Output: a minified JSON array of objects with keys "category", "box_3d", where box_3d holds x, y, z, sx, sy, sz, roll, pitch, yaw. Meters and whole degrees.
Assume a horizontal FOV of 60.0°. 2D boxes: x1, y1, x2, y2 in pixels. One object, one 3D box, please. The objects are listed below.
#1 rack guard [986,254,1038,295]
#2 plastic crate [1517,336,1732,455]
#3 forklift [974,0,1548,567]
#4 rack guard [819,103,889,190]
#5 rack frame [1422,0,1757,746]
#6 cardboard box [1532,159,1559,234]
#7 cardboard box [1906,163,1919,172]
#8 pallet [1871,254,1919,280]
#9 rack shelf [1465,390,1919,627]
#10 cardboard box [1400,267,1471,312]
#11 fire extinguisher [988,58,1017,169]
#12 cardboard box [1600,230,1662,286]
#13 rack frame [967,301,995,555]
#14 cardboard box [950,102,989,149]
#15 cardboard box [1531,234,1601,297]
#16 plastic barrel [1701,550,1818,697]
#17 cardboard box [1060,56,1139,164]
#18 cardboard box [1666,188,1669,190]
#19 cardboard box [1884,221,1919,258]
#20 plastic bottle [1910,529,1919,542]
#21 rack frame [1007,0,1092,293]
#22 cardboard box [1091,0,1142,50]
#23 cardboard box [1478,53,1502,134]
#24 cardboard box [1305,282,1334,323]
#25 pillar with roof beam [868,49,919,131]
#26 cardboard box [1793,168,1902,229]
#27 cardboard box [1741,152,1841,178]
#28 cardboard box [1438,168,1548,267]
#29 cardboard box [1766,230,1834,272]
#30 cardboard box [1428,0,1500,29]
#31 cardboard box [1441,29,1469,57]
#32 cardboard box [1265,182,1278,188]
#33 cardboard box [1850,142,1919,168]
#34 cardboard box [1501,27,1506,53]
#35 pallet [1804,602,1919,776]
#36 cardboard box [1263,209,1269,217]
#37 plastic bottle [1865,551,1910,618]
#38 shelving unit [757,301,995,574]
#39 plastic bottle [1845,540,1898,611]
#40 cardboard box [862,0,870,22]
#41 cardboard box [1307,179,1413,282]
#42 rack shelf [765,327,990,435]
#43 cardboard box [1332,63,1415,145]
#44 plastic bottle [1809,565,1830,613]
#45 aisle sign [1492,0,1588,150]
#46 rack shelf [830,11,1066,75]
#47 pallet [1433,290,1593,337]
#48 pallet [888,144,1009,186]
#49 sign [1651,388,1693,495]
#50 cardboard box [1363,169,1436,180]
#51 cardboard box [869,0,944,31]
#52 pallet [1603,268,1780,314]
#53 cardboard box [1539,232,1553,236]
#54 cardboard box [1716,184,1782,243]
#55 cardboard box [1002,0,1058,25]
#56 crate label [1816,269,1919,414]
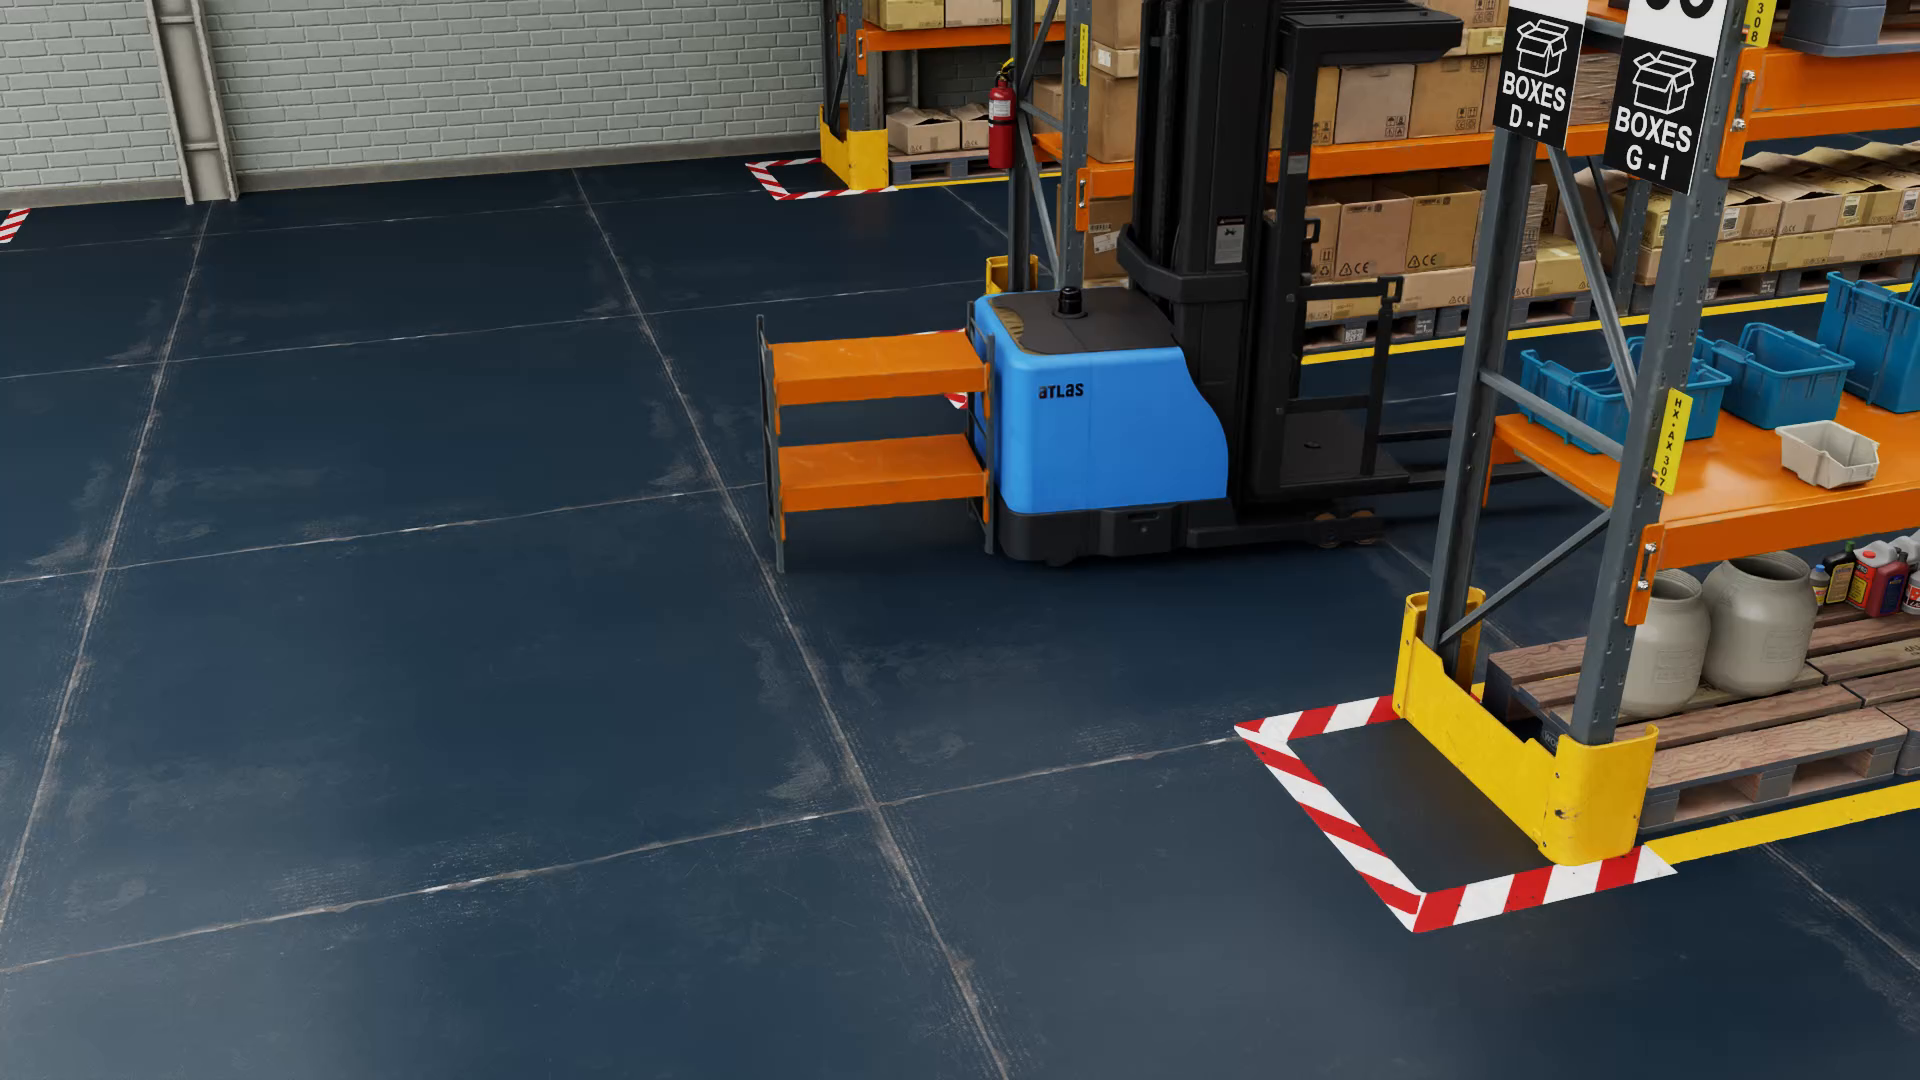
[{"category":"rack guard","box_3d":[0.498,-1.388,10.483,0.348,0.500,1.175,-8,28,-16]},{"category":"plastic crate","box_3d":[2.435,-0.545,6.141,0.616,0.251,0.499,-8,28,-16]},{"category":"forklift","box_3d":[1.620,-1.498,7.972,3.031,2.935,1.130,-5,27,-10]},{"category":"rack guard","box_3d":[-0.944,-3.495,14.728,0.348,0.500,1.175,-8,28,-16]},{"category":"rack frame","box_3d":[2.051,-0.416,5.714,0.127,3.000,1.000,-8,28,-16]},{"category":"cardboard box","box_3d":[3.786,-2.422,11.532,0.500,0.500,0.500,-8,28,-16]},{"category":"cardboard box","box_3d":[7.214,-2.569,12.041,0.500,0.311,0.500,-9,28,-17]},{"category":"pallet","box_3d":[7.333,-2.266,12.578,1.213,0.211,1.003,-8,28,-16]},{"category":"rack shelf","box_3d":[3.953,-0.369,6.429,4.000,0.370,1.077,-8,28,-16]},{"category":"cardboard box","box_3d":[3.002,-1.722,10.965,0.500,0.250,0.500,-8,28,-16]},{"category":"fire extinguisher","box_3d":[0.265,-2.656,10.314,0.183,0.674,0.296,-8,28,-16]},{"category":"cardboard box","box_3d":[4.784,-1.969,11.462,0.500,0.250,0.500,-9,28,-17]},{"category":"rack frame","box_3d":[0.098,-0.541,8.074,0.032,1.125,0.500,-5,27,-10]},{"category":"cardboard box","box_3d":[0.211,-3.733,14.925,0.500,0.311,0.500,-6,27,-12]},{"category":"cardboard box","box_3d":[3.951,-1.862,11.246,0.500,0.250,0.500,-8,28,-16]},{"category":"plastic barrel","box_3d":[3.130,0.319,6.560,0.421,0.512,0.421,0,26,0]},{"category":"cardboard box","box_3d":[0.969,-2.614,10.030,0.500,0.500,0.700,-8,28,-16]},{"category":"cardboard box","box_3d":[5.113,-2.520,11.943,0.500,0.311,0.500,-7,27,-15]},{"category":"cardboard box","box_3d":[6.735,-2.253,12.034,0.500,0.250,0.500,-8,27,-15]},{"category":"plastic bottle","box_3d":[4.198,0.069,7.222,0.185,0.351,0.144,-7,27,-14]},{"category":"rack frame","box_3d":[0.521,-2.511,9.934,0.127,3.000,1.000,-8,28,-16]},{"category":"cardboard box","box_3d":[1.019,-3.203,9.756,0.500,0.500,0.700,-8,28,-16]},{"category":"cardboard box","box_3d":[3.405,-2.967,10.741,0.500,0.500,0.700,-9,28,-17]},{"category":"cardboard box","box_3d":[2.050,-1.586,10.691,0.500,0.250,0.500,-8,28,-16]},{"category":"pillar with roof beam","box_3d":[0.714,-5.933,10.082,0.400,9.000,9.100,-8,28,-16]},{"category":"cardboard box","box_3d":[6.256,-2.433,11.766,0.500,0.311,0.500,-7,27,-15]},{"category":"cardboard box","box_3d":[6.068,-2.656,12.215,0.500,0.311,0.500,-9,28,-17]},{"category":"cardboard box","box_3d":[3.472,-2.134,10.951,0.500,0.500,0.500,-8,28,-16]},{"category":"cardboard box","box_3d":[5.763,-2.111,11.749,0.500,0.250,0.500,-9,28,-18]},{"category":"cardboard box","box_3d":[2.948,-3.485,10.324,0.500,0.500,0.700,-8,28,-16]},{"category":"cardboard box","box_3d":[2.924,-3.094,10.268,0.250,0.149,0.380,-7,27,-15]},{"category":"cardboard box","box_3d":[1.885,-2.146,10.977,0.500,0.500,0.500,-8,28,-16]},{"category":"cardboard box","box_3d":[7.042,-2.796,12.498,0.500,0.311,0.500,-9,28,-17]},{"category":"cardboard box","box_3d":[3.399,-3.162,10.403,0.250,0.149,0.380,-8,28,-16]},{"category":"pallet","box_3d":[4.041,0.527,6.951,1.213,0.211,1.003,-8,28,-16]},{"category":"cardboard box","box_3d":[1.575,-1.852,10.385,0.500,0.500,0.500,-8,28,-16]},{"category":"plastic bottle","box_3d":[3.943,0.187,7.059,0.133,0.283,0.061,-8,28,-16]},{"category":"shelving unit","box_3d":[-0.400,-0.497,7.986,1.048,1.125,0.538,-5,27,-10]},{"category":"plastic bottle","box_3d":[3.910,0.146,7.151,0.135,0.276,0.152,-8,28,-16]},{"category":"cardboard box","box_3d":[-0.632,-4.693,14.475,0.500,0.250,0.500,-8,27,-15]},{"category":"cardboard box","box_3d":[2.527,-1.988,10.658,0.500,0.500,0.500,-8,28,-16]},{"category":"rack shelf","box_3d":[-0.400,-0.759,7.856,1.000,0.278,0.538,-5,27,-10]},{"category":"cardboard box","box_3d":[2.440,-2.829,10.462,0.500,0.500,0.700,-7,27,-15]},{"category":"plastic bottle","box_3d":[3.662,0.202,7.121,0.097,0.201,0.097,0,26,0]},{"category":"aisle sign","box_3d":[1.891,-1.696,5.369,0.004,0.787,0.394,-8,28,-16]},{"category":"rack shelf","box_3d":[0.885,-4.558,14.866,4.000,0.370,1.077,-8,28,-16]},{"category":"pallet","box_3d":[3.555,-1.721,11.478,1.213,0.211,1.003,-8,28,-16]},{"category":"pallet","box_3d":[-0.161,-3.463,14.988,1.213,0.211,1.003,-8,28,-16]},{"category":"sign","box_3d":[2.217,-0.306,5.183,0.005,0.325,0.100,-8,28,-16]},{"category":"cardboard box","box_3d":[2.836,-2.284,11.255,0.500,0.500,0.500,-8,28,-16]},{"category":"cardboard box","box_3d":[-0.454,-4.479,14.045,0.500,0.250,0.500,-9,28,-18]},{"category":"pallet","box_3d":[5.013,-1.930,11.901,1.213,0.211,1.003,-8,28,-16]},{"category":"cardboard box","box_3d":[3.789,-2.082,11.691,0.500,0.250,0.500,-8,28,-16]},{"category":"cardboard box","box_3d":[5.272,-2.287,11.473,0.500,0.311,0.500,-9,28,-17]},{"category":"cardboard box","box_3d":[0.521,-4.624,14.338,0.500,0.250,0.500,-9,28,-17]},{"category":"crate label","box_3d":[3.718,-0.799,6.447,0.616,0.435,0.502,-8,28,-16]}]
